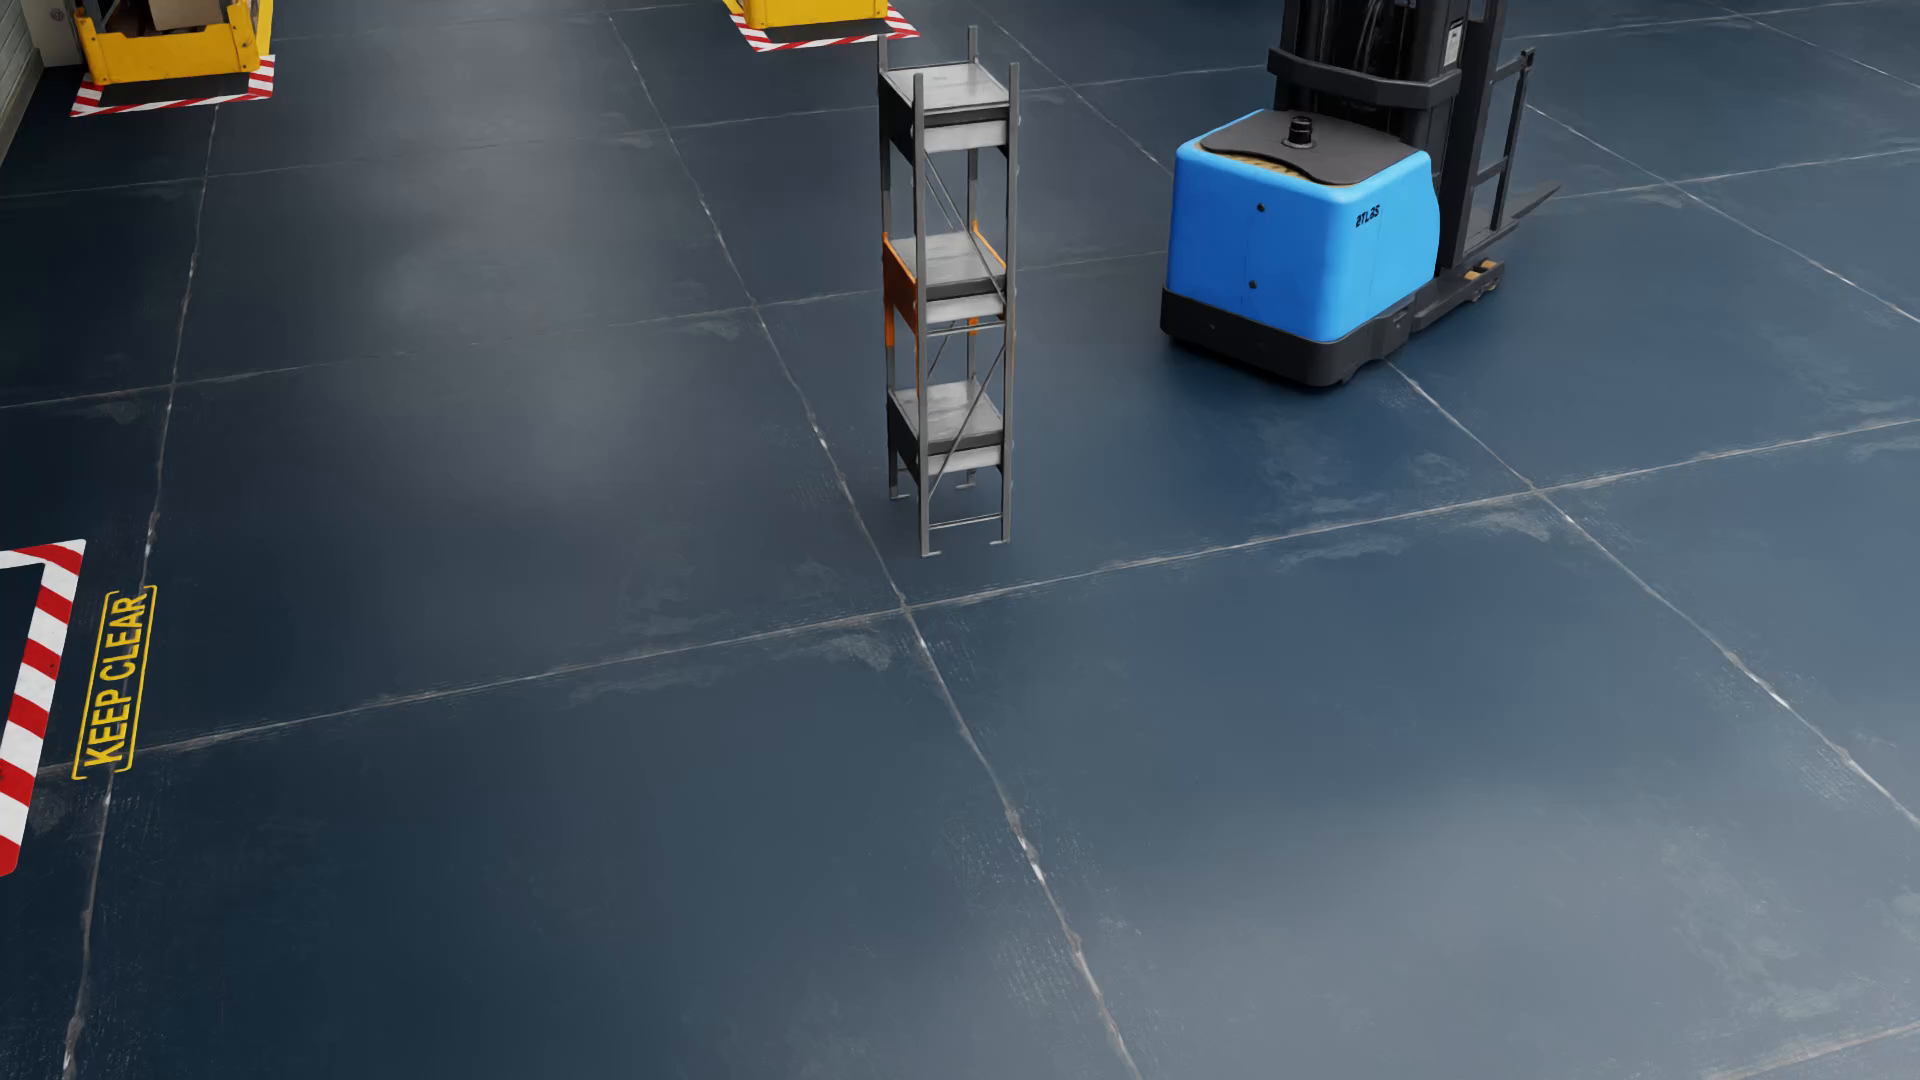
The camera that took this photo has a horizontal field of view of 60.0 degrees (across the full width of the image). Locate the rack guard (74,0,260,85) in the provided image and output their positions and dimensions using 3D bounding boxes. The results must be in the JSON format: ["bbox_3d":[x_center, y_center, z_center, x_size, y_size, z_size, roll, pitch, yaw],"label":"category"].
[{"bbox_3d":[-5.941,-3.769,12.500,1.175,0.500,0.348,-10,35,-15],"label":"rack guard"}]

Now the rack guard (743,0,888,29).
[{"bbox_3d":[-1.194,-4.551,13.684,1.175,0.500,0.348,-10,35,-15],"label":"rack guard"}]

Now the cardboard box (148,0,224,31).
[{"bbox_3d":[-6.043,-4.212,12.943,0.500,0.311,0.500,-14,36,-20],"label":"cardboard box"}]

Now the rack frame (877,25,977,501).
[{"bbox_3d":[-0.125,-1.091,6.997,0.400,2.100,0.015,-10,35,-15],"label":"rack frame"}]

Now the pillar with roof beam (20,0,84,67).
[{"bbox_3d":[-2.855,-8.221,11.528,9.100,9.000,0.400,-10,35,-15],"label":"pillar with roof beam"}]

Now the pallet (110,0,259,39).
[{"bbox_3d":[-6.155,-4.081,13.234,1.003,0.211,1.213,-10,35,-15],"label":"pallet"}]

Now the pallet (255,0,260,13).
[{"bbox_3d":[-6.524,-4.720,14.202,1.003,0.211,1.213,-10,35,-15],"label":"pallet"}]

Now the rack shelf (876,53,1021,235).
[{"bbox_3d":[-0.050,-1.536,6.424,0.431,0.518,0.480,-10,35,-15],"label":"rack shelf"}]

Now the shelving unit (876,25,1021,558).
[{"bbox_3d":[-0.050,-0.963,6.803,0.431,2.100,0.503,-10,35,-15],"label":"shelving unit"}]

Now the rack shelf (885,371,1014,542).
[{"bbox_3d":[-0.050,-0.368,7.196,0.431,0.518,0.480,-10,35,-15],"label":"rack shelf"}]

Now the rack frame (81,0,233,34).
[{"bbox_3d":[-5.918,-4.772,11.751,1.000,3.000,0.127,-10,35,-15],"label":"rack frame"}]

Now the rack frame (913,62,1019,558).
[{"bbox_3d":[0.024,-0.835,6.609,0.400,2.100,0.015,-10,35,-15],"label":"rack frame"}]

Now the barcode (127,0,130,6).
[{"bbox_3d":[-6.430,-4.158,12.853,0.001,0.075,0.075,-10,35,-15],"label":"barcode"}]

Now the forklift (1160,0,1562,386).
[{"bbox_3d":[2.416,-2.717,8.703,1.130,2.935,3.031,26,42,34],"label":"forklift"}]

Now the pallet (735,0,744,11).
[{"bbox_3d":[-1.475,-4.838,14.380,1.003,0.211,1.213,-10,35,-15],"label":"pallet"}]

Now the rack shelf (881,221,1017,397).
[{"bbox_3d":[-0.050,-0.952,6.810,0.431,0.518,0.480,-10,35,-15],"label":"rack shelf"}]
